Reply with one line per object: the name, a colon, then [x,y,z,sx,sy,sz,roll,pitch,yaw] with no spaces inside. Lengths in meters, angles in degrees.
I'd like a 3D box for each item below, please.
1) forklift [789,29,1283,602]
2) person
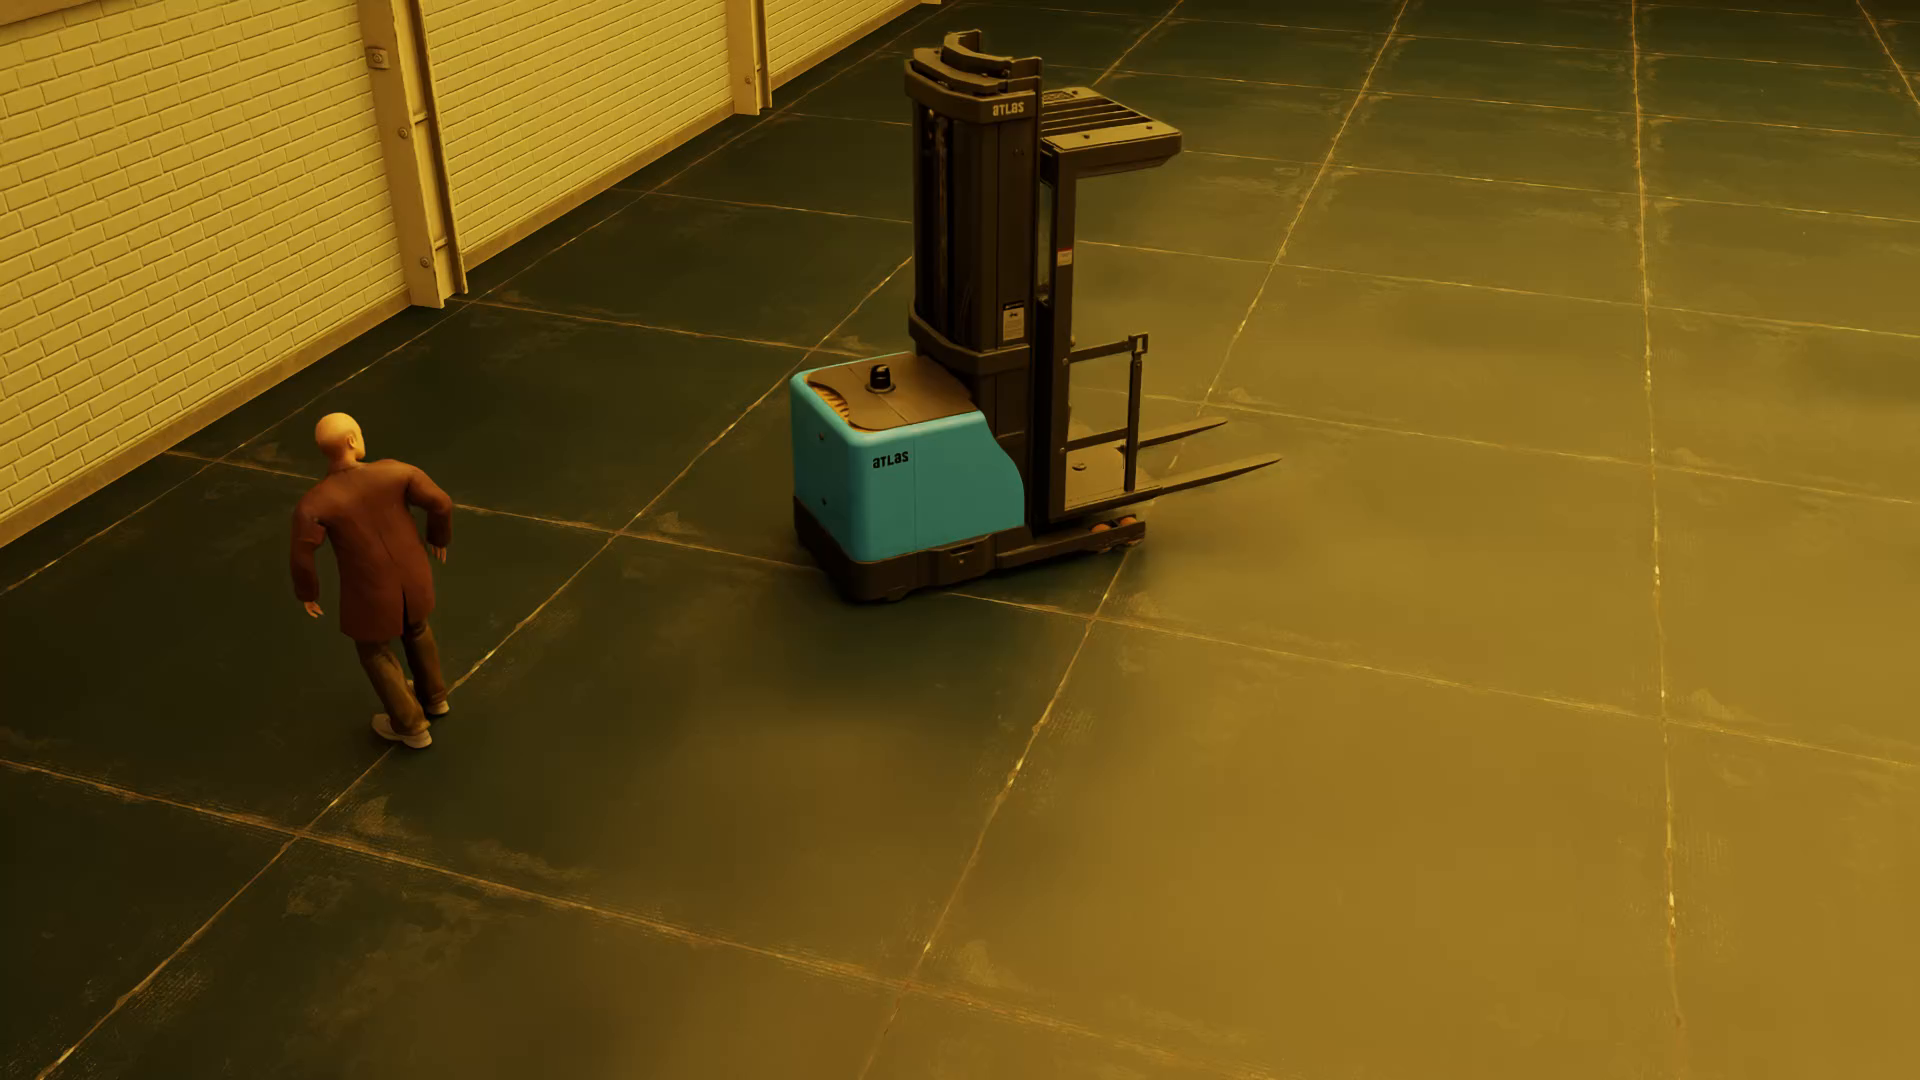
forklift: [0.550,-1.418,9.625,3.031,2.935,1.130,-14,32,-23]
person: [-2.836,0.176,8.022,0.799,1.755,0.558,-26,39,-37]
